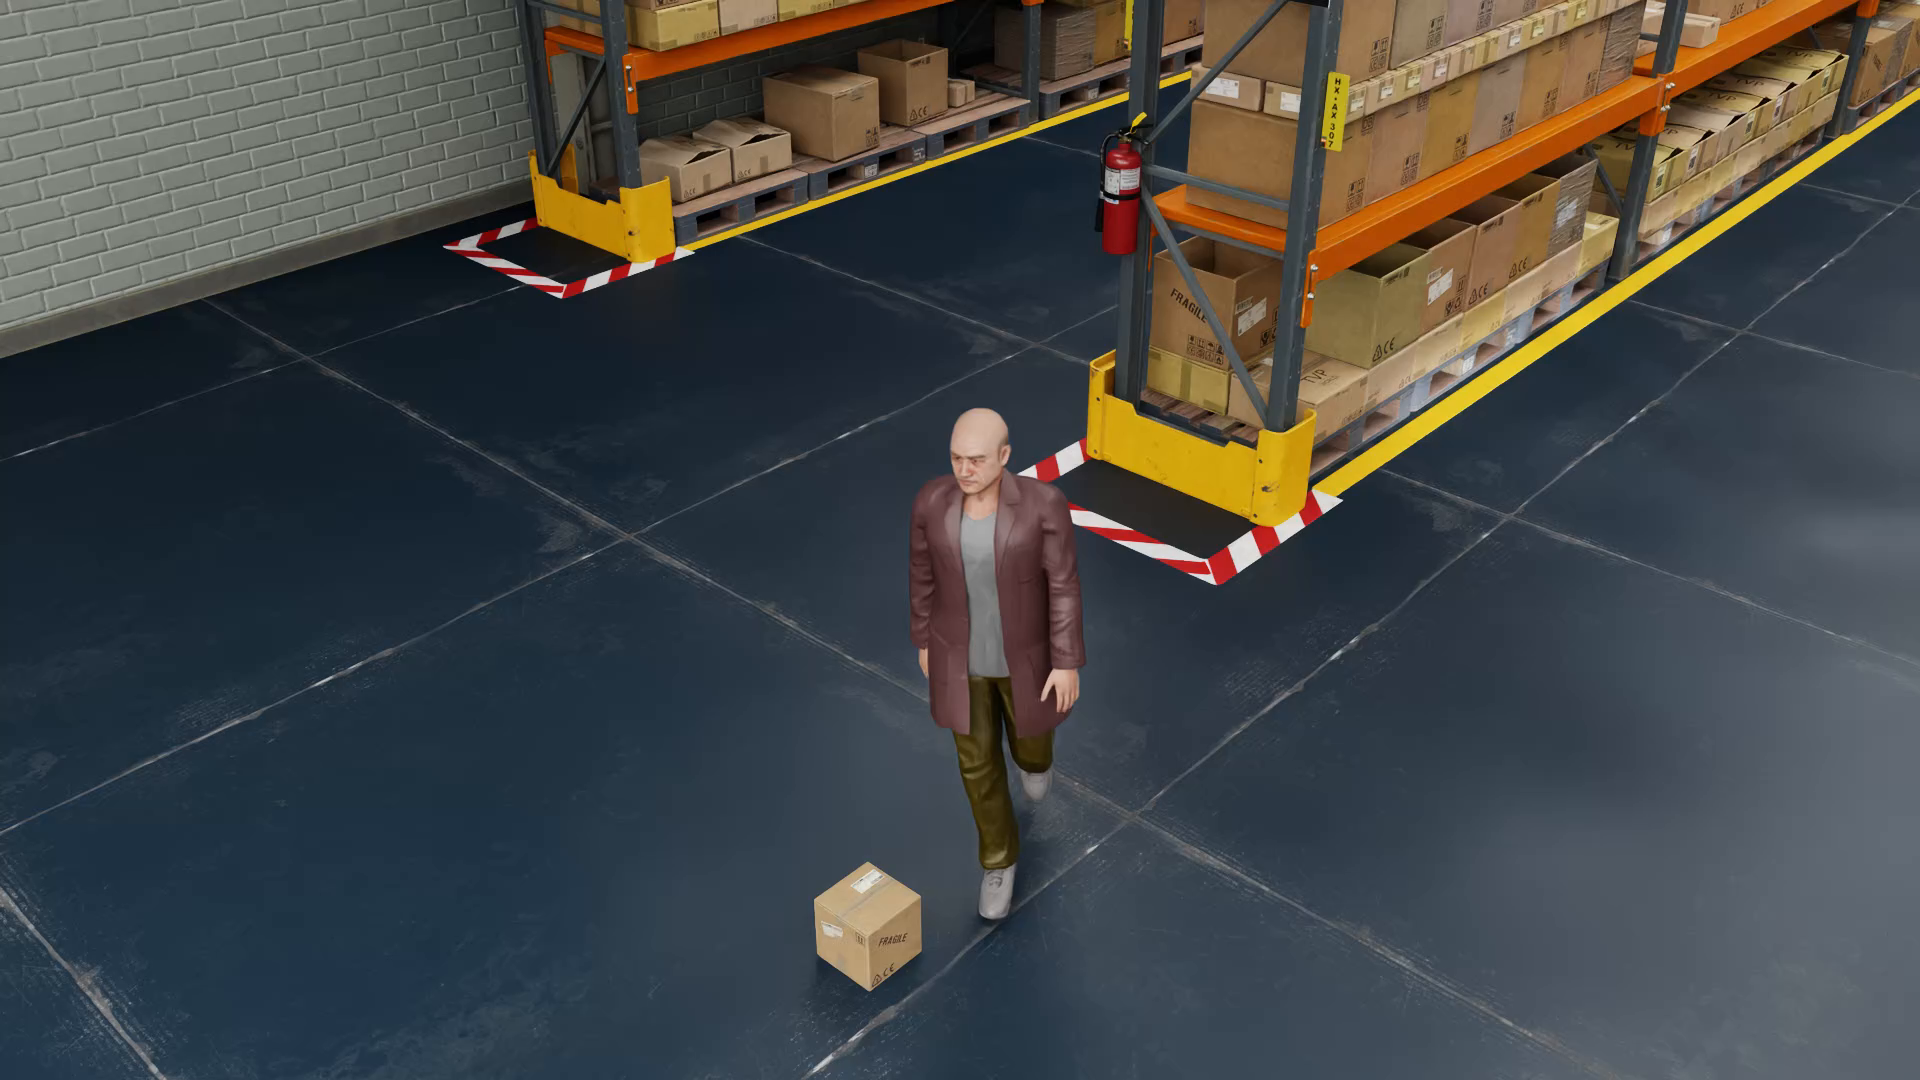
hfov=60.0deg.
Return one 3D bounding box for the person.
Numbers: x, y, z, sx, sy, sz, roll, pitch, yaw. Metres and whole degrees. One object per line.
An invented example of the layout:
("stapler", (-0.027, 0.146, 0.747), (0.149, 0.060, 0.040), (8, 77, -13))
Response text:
("person", (0.129, 0.344, 5.563), (0.615, 1.763, 0.853), (5, 31, 9))
